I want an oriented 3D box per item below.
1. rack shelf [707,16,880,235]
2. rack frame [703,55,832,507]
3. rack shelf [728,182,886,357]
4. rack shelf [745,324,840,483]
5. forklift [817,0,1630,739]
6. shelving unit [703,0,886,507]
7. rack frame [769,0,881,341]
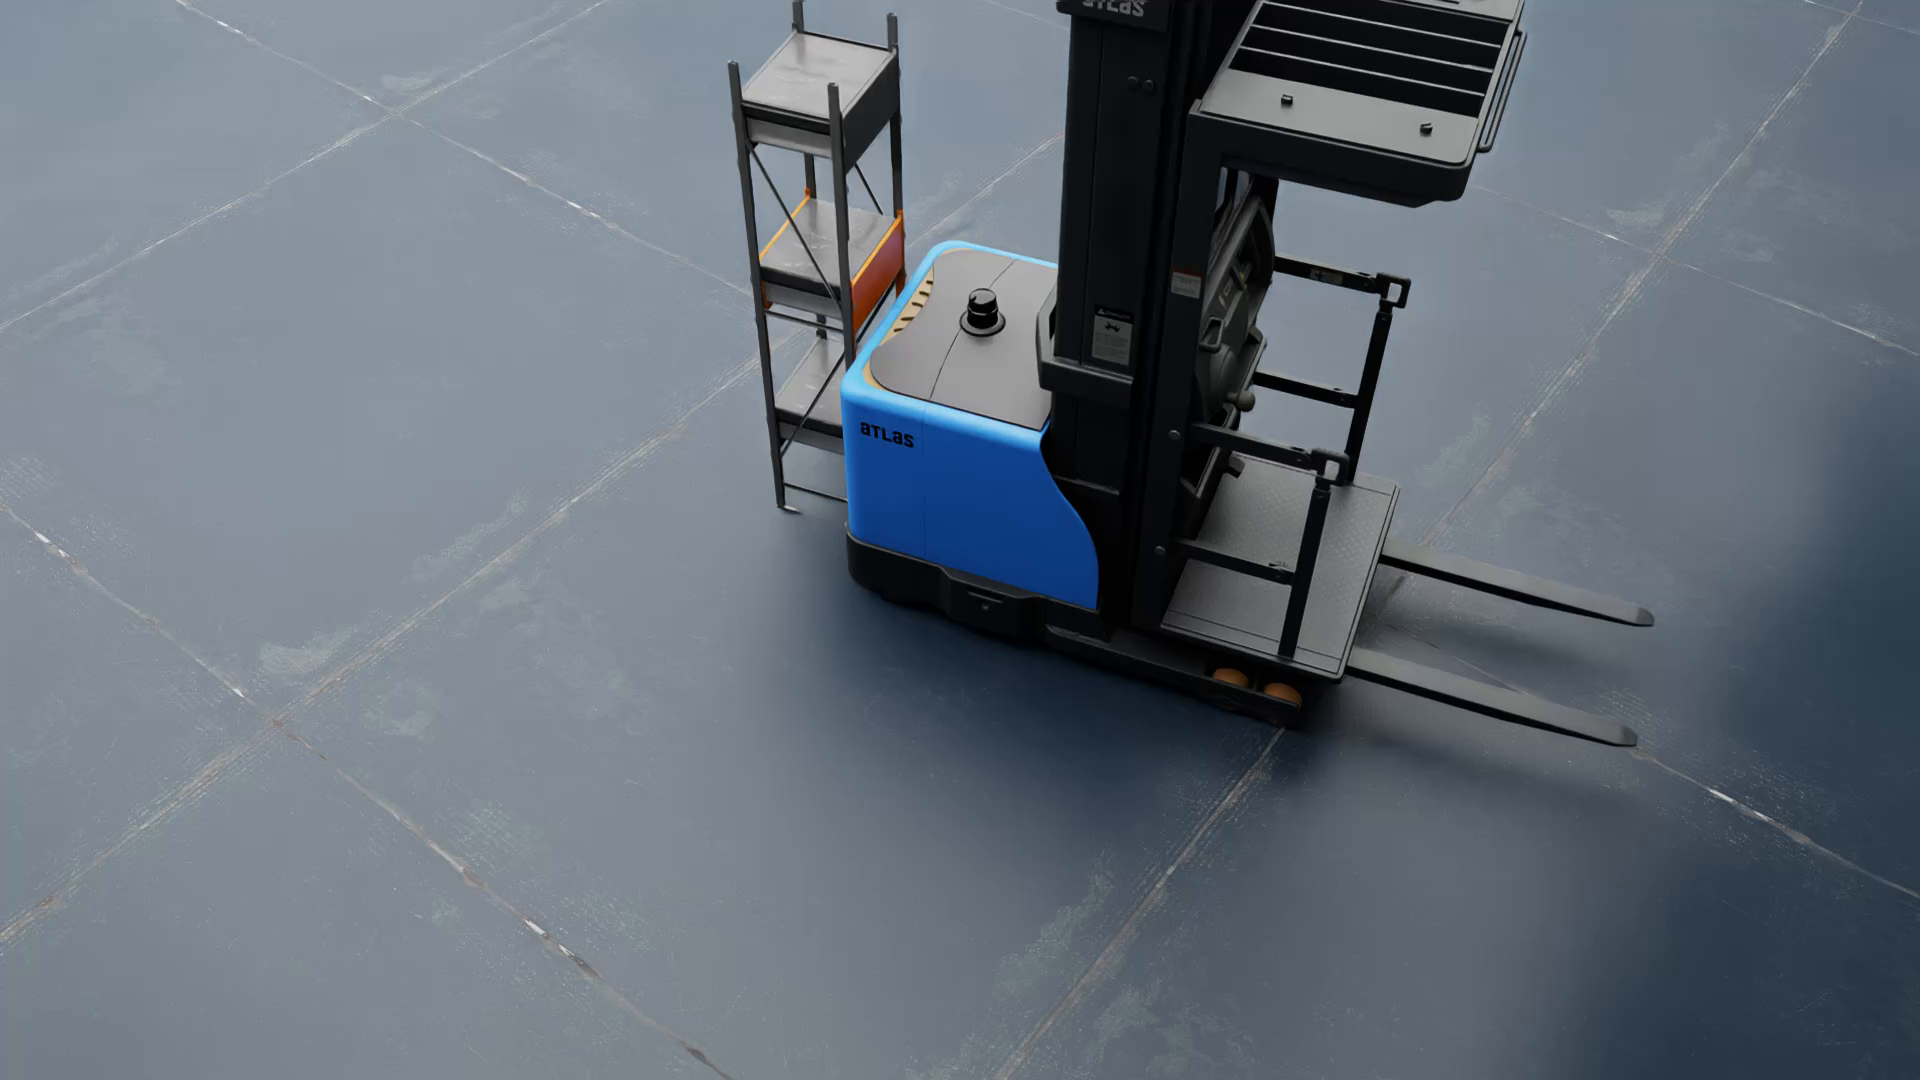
[{"bbox_3d":[-0.580,-1.477,5.925,0.431,0.518,0.480,16,48,15],"label":"rack shelf"},{"bbox_3d":[-0.671,-0.839,6.264,0.400,2.100,0.015,16,48,15],"label":"rack frame"},{"bbox_3d":[-0.580,-0.994,6.431,0.431,0.518,0.480,16,48,15],"label":"rack shelf"},{"bbox_3d":[-0.580,-0.510,6.937,0.431,0.518,0.480,16,48,15],"label":"rack shelf"},{"bbox_3d":[1.034,-0.780,5.633,3.031,2.935,1.130,16,48,15],"label":"forklift"},{"bbox_3d":[-0.580,-1.003,6.421,0.431,2.100,0.503,16,48,15],"label":"shelving unit"},{"bbox_3d":[-0.490,-1.167,6.578,0.400,2.100,0.015,16,48,15],"label":"rack frame"}]
